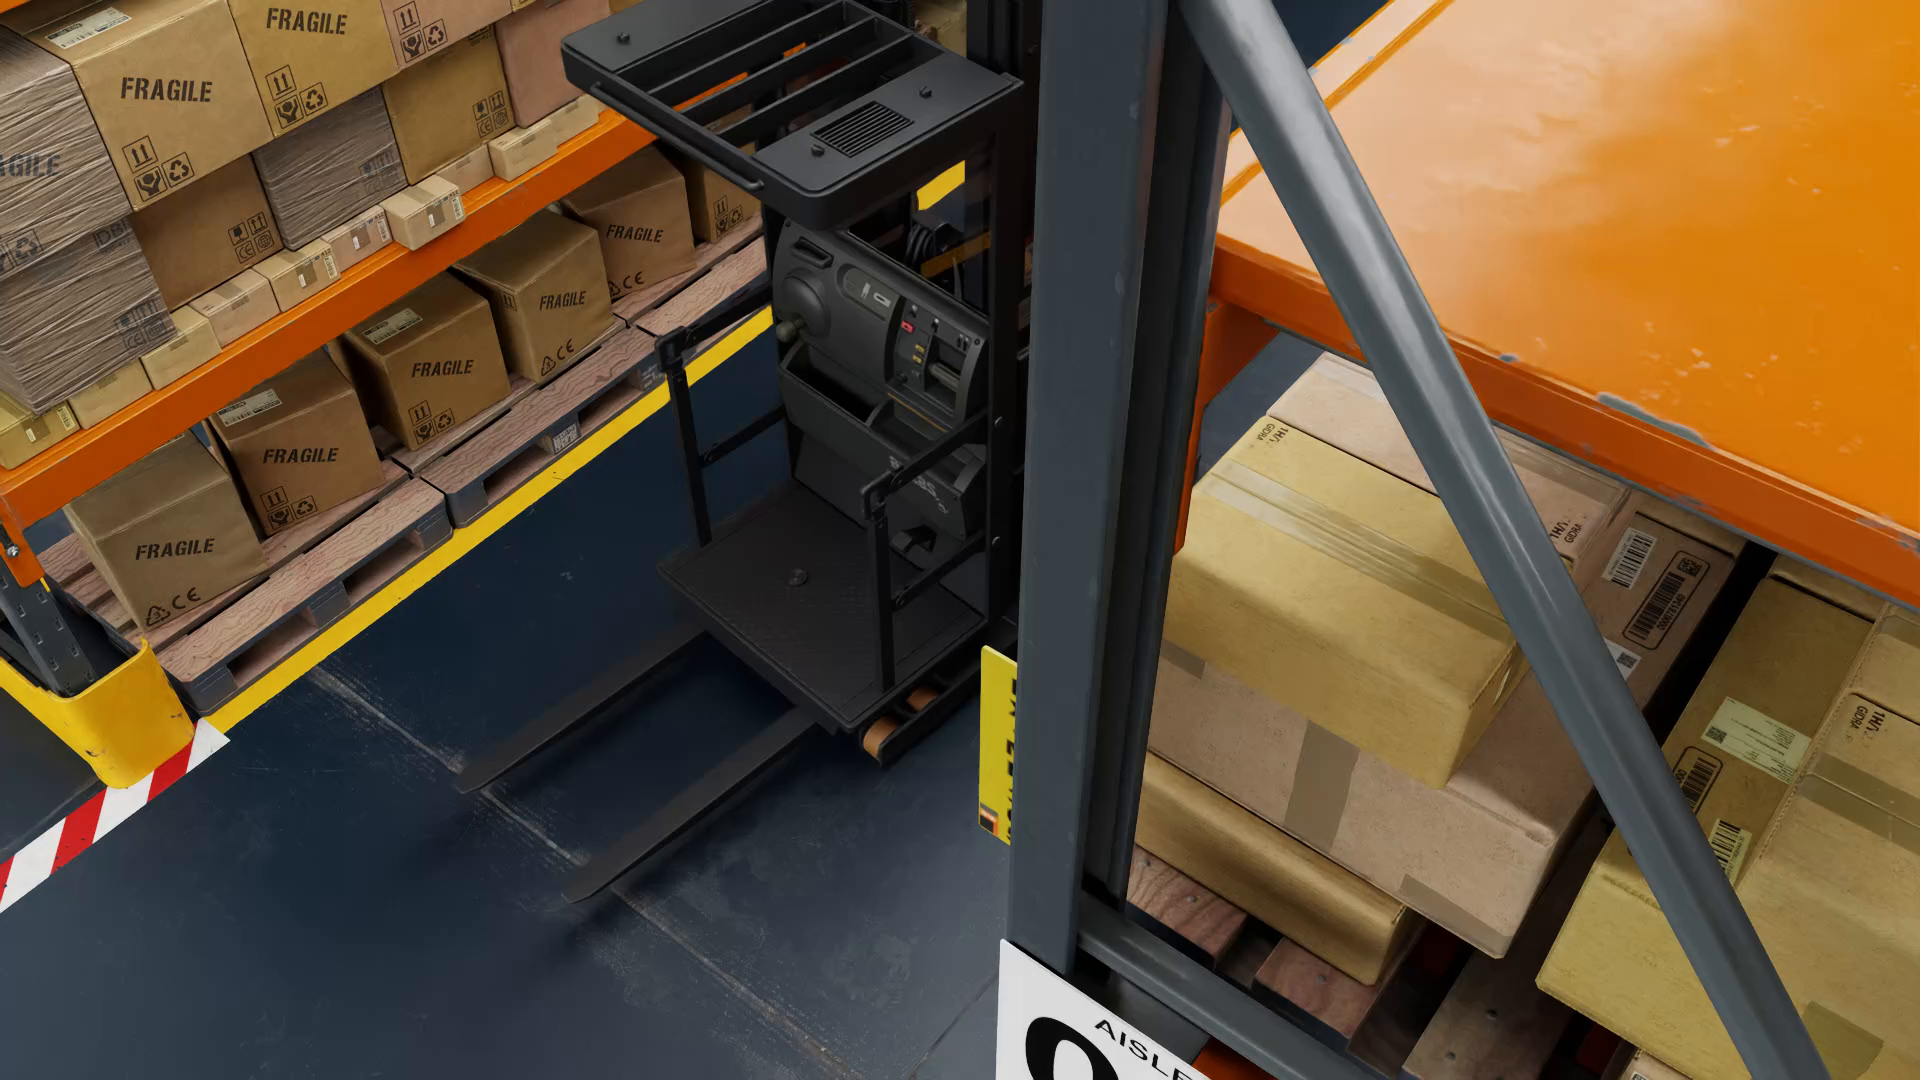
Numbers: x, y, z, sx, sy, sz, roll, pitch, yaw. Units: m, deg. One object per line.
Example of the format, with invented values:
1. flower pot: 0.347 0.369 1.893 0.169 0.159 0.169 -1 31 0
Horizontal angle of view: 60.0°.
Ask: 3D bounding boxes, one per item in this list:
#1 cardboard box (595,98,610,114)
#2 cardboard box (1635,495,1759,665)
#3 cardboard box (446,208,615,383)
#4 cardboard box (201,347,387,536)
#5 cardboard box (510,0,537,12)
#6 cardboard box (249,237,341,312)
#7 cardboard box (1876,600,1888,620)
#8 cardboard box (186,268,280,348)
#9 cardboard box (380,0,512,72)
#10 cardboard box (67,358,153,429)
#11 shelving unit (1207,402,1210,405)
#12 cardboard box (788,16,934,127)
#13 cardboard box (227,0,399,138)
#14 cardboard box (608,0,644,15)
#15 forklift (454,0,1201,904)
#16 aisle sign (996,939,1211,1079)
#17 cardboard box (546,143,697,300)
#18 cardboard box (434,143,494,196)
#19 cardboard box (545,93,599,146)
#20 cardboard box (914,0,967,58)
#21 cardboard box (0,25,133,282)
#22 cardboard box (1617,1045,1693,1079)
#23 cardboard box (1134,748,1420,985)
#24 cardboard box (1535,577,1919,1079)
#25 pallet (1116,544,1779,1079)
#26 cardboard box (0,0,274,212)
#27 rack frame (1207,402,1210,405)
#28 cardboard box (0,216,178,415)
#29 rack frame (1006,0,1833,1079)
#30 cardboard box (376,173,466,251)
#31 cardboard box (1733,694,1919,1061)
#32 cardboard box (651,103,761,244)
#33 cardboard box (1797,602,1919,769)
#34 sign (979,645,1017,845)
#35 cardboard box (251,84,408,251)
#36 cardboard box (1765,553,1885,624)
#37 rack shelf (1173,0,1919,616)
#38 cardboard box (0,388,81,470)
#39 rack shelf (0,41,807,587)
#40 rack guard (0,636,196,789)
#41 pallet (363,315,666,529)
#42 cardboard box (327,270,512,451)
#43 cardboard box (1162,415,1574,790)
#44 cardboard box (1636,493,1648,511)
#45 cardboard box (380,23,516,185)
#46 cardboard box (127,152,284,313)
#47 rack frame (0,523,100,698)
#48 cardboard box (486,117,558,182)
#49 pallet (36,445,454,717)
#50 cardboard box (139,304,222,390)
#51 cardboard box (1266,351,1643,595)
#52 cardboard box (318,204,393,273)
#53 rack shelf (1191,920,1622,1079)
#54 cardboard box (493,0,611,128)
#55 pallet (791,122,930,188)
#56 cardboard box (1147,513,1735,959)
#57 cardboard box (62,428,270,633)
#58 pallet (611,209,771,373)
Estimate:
1. cardboard box: -1.515 -1.862 6.628 0.380 0.149 0.250 29 53 25
2. cardboard box: 0.869 -0.151 2.284 0.500 0.250 0.500 29 53 25
3. cardboard box: -1.872 -1.084 7.149 0.500 0.500 0.500 25 51 22
4. cardboard box: -2.646 -0.434 6.529 0.500 0.500 0.500 -29 53 -25
5. cardboard box: -1.602 -2.265 5.873 0.500 0.500 0.500 29 53 25
6. cardboard box: -2.389 -0.979 5.785 0.380 0.149 0.250 29 53 25
7. cardboard box: 1.250 0.061 1.806 0.380 0.149 0.250 28 53 25
8. cardboard box: -2.547 -0.840 5.651 0.380 0.149 0.250 29 53 25
9. cardboard box: -1.911 -1.981 5.601 0.500 0.500 0.500 29 53 25
10. cardboard box: -2.848 -0.551 5.376 0.380 0.149 0.250 29 53 25
11. shelving unit: 0.781 -1.296 6.536 0.431 2.100 0.503 35 56 29
12. cardboard box: -0.541 -2.365 8.359 0.700 0.500 0.500 25 51 22
13. cardboard box: -2.212 -1.692 5.326 0.500 0.500 0.500 29 53 25
14. cardboard box: -1.591 -2.371 6.665 0.875 0.500 0.500 29 53 25
15. forklift: -0.425 -0.642 5.337 1.130 2.935 3.031 35 56 29
16. aisle sign: 0.203 0.815 2.099 0.394 0.787 0.004 29 53 25
17. cardboard box: -1.554 -1.474 7.521 0.500 0.500 0.500 -26 52 -23
18. cardboard box: -1.975 -1.433 6.219 0.380 0.149 0.250 29 53 25
19. cardboard box: -1.636 -1.701 6.474 0.380 0.149 0.250 29 53 25
20. cardboard box: -0.235 -2.629 8.612 0.700 0.500 0.500 29 53 25
21. cardboard box: -2.827 -1.122 4.781 0.500 0.500 0.500 29 53 25
22. cardboard box: 0.947 0.622 1.821 0.380 0.149 0.250 30 53 25
23. cardboard box: 0.419 0.336 2.094 0.380 0.149 0.250 29 53 25
24. cardboard box: 0.982 0.376 1.781 0.500 0.250 0.500 29 53 25
25. pallet: 0.929 0.371 2.308 1.003 0.211 1.213 29 53 25
26. cardboard box: -2.516 -1.405 5.052 0.500 0.500 0.500 29 53 25
27. rack frame: 0.951 -1.422 6.657 0.400 2.100 0.015 35 56 29
28. cardboard box: -3.021 -0.885 5.246 0.875 0.500 0.500 29 53 25
29. rack frame: 0.484 -0.267 0.782 1.000 3.000 0.127 29 53 25
30. cardboard box: -2.023 -1.232 6.026 0.380 0.149 0.250 29 53 25
31. cardboard box: 0.940 0.351 1.529 0.380 0.149 0.250 30 53 25
32. cardboard box: -1.210 -1.805 7.838 0.500 0.500 0.500 28 52 24
33. cardboard box: 1.094 0.208 1.666 0.380 0.149 0.250 29 53 25
34. sign: 0.063 0.243 1.812 0.100 0.325 0.005 29 53 25
35. cardboard box: -2.471 -1.491 5.825 0.875 0.500 0.500 29 53 25
36. cardboard box: 1.291 0.085 2.059 0.500 0.250 0.500 29 53 25
37. rack shelf: 1.707 -1.025 2.280 1.077 0.370 4.000 29 53 25
38. cardboard box: -3.016 -0.416 5.247 0.380 0.149 0.250 29 53 25
39. rack shelf: -2.157 -1.341 6.454 1.077 0.370 4.000 29 53 25
40. rack guard: -3.333 0.375 6.046 1.175 0.500 0.348 29 53 25
41. pallet: -2.062 -0.670 7.244 1.003 0.211 1.213 29 53 25
42. cardboard box: -2.248 -0.784 6.863 0.500 0.500 0.500 34 55 28
43. cardboard box: 0.421 0.058 1.808 0.380 0.149 0.250 30 53 25
44. cardboard box: 0.732 -0.231 2.084 0.380 0.149 0.250 30 53 26
45. cardboard box: -2.156 -1.772 6.094 0.875 0.500 0.500 29 53 25
46. cardboard box: -2.811 -1.224 5.570 0.875 0.500 0.500 29 53 25
47. rack frame: -3.379 -0.445 5.101 1.000 3.000 0.127 29 53 25
48. cardboard box: -1.761 -1.543 6.323 0.380 0.149 0.250 29 53 25
49. pallet: -2.808 0.025 6.580 1.003 0.211 1.213 29 53 25
50. cardboard box: -2.684 -0.687 5.506 0.380 0.149 0.250 29 53 25
51. cardboard box: 0.575 -0.084 1.944 0.380 0.149 0.250 29 53 25
52. cardboard box: -2.257 -1.134 5.933 0.380 0.149 0.250 29 53 25
53. rack shelf: 1.707 -0.127 3.220 1.077 0.370 4.000 29 53 25
54. cardboard box: -1.817 -2.040 6.350 0.875 0.500 0.500 29 53 25
55. pallet: -0.459 -2.217 8.722 1.003 0.211 1.213 29 53 25
56. cardboard box: 0.562 0.135 2.011 0.500 0.250 0.500 30 53 25
57. cardboard box: -2.984 -0.077 6.187 0.500 0.500 0.500 -33 54 -27
58. pallet: -1.316 -1.371 7.914 1.003 0.211 1.213 29 53 25
